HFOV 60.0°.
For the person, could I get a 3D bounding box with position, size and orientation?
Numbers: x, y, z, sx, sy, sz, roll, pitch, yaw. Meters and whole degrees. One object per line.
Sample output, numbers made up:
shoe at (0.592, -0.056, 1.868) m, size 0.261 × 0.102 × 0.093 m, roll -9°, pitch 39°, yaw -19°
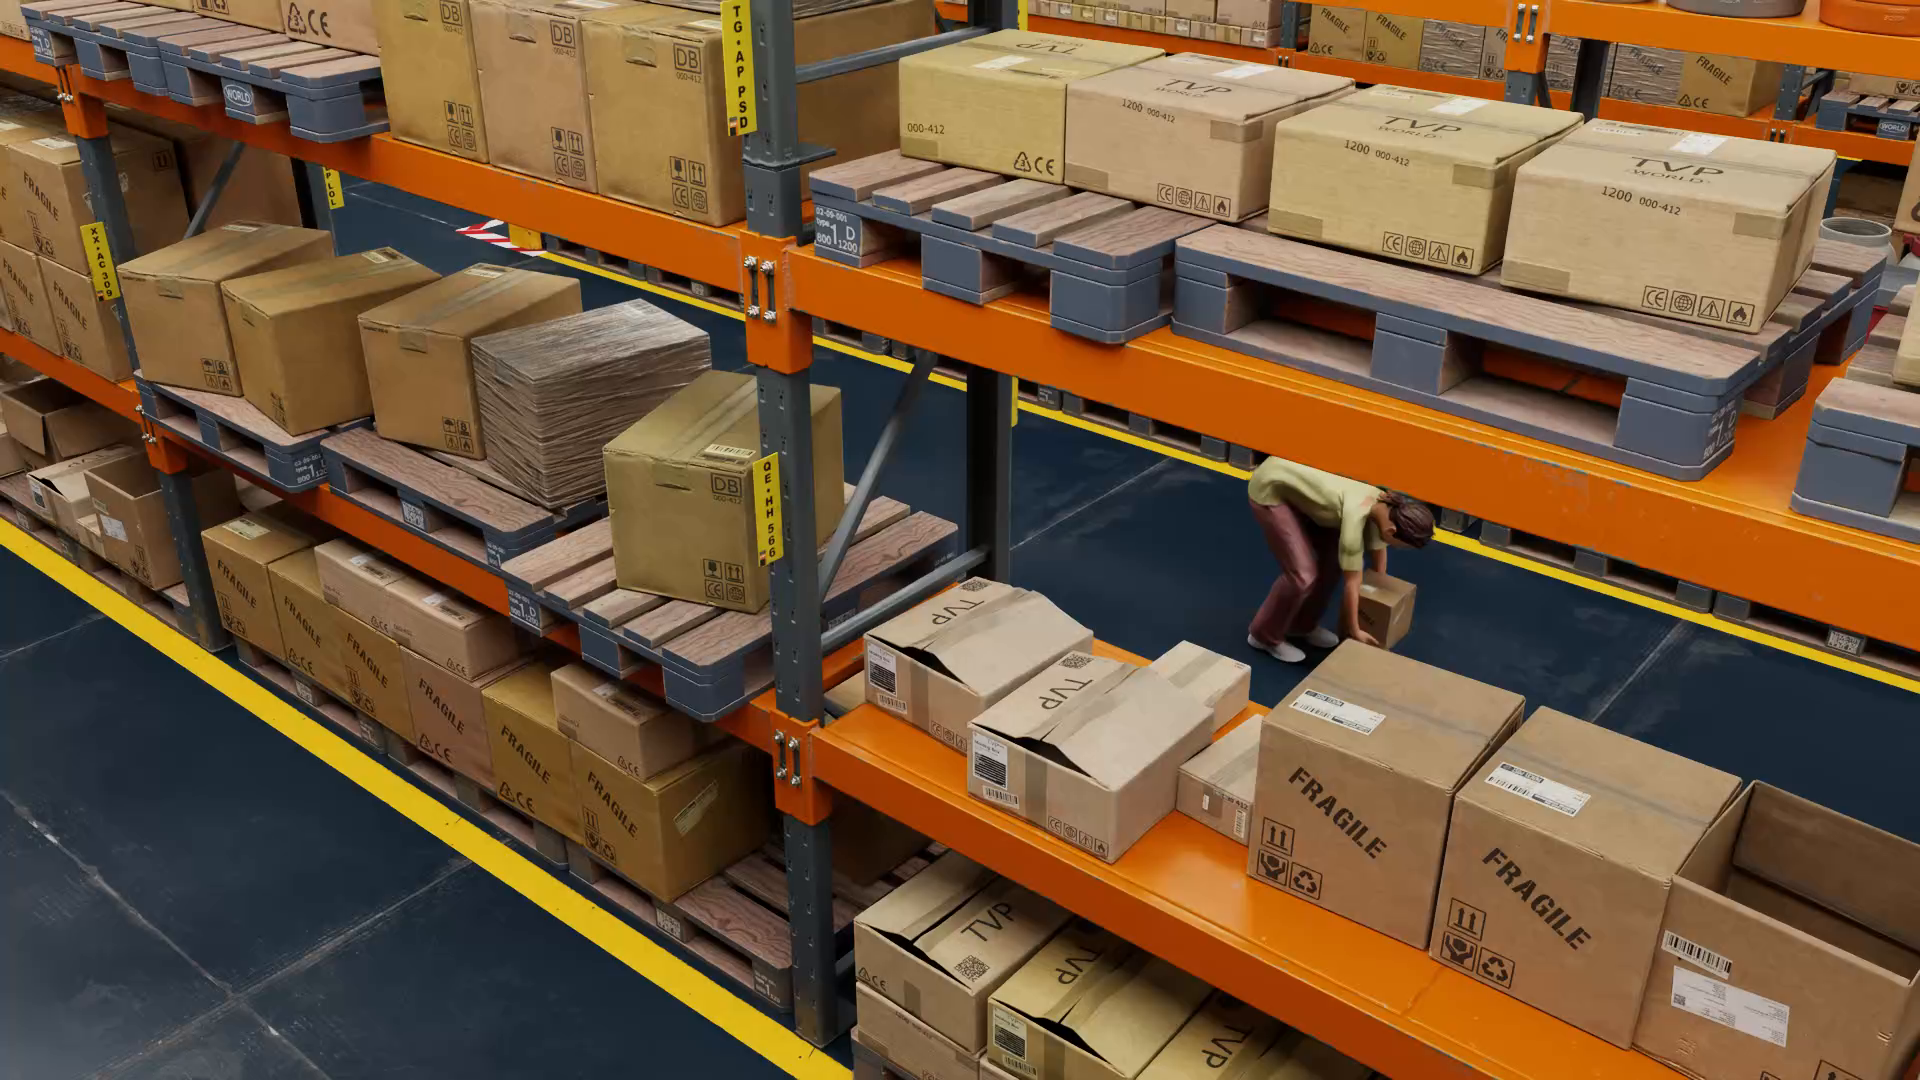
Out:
person at (1.720, 0.109, 7.647) m, size 0.865 × 0.997 × 0.436 m, roll 19°, pitch 33°, yaw 32°
